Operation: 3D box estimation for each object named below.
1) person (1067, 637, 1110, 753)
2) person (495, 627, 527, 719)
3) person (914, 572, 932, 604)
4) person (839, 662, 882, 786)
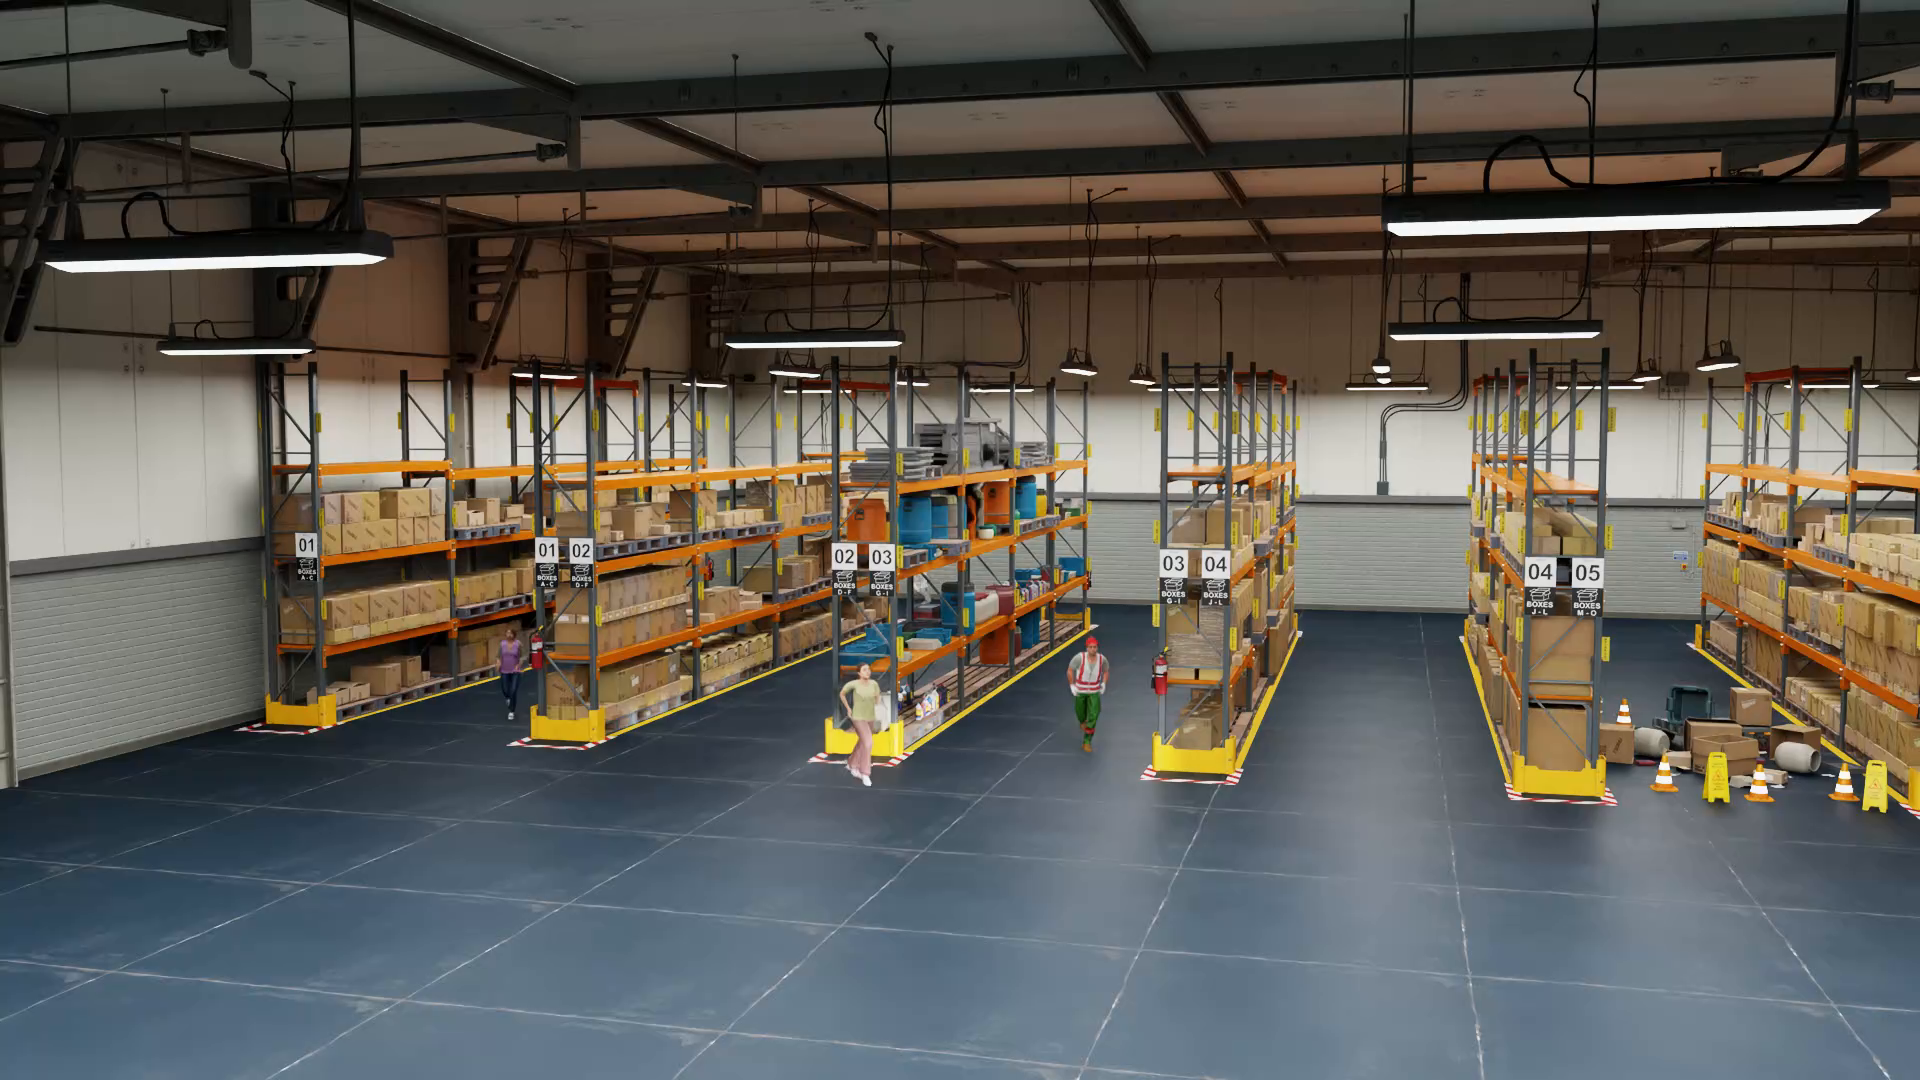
[{"bbox_3d":[1.978,2.348,25.625,0.662,1.759,0.895,0,4,-2],"label":"person"},{"bbox_3d":[-7.614,2.256,28.200,0.538,1.546,0.505,-1,4,-7],"label":"person"},{"bbox_3d":[-0.938,1.228,42.153,0.519,1.635,0.671,3,5,40],"label":"person"},{"bbox_3d":[-1.367,2.543,23.219,0.559,1.723,0.737,-3,5,-37],"label":"person"}]
